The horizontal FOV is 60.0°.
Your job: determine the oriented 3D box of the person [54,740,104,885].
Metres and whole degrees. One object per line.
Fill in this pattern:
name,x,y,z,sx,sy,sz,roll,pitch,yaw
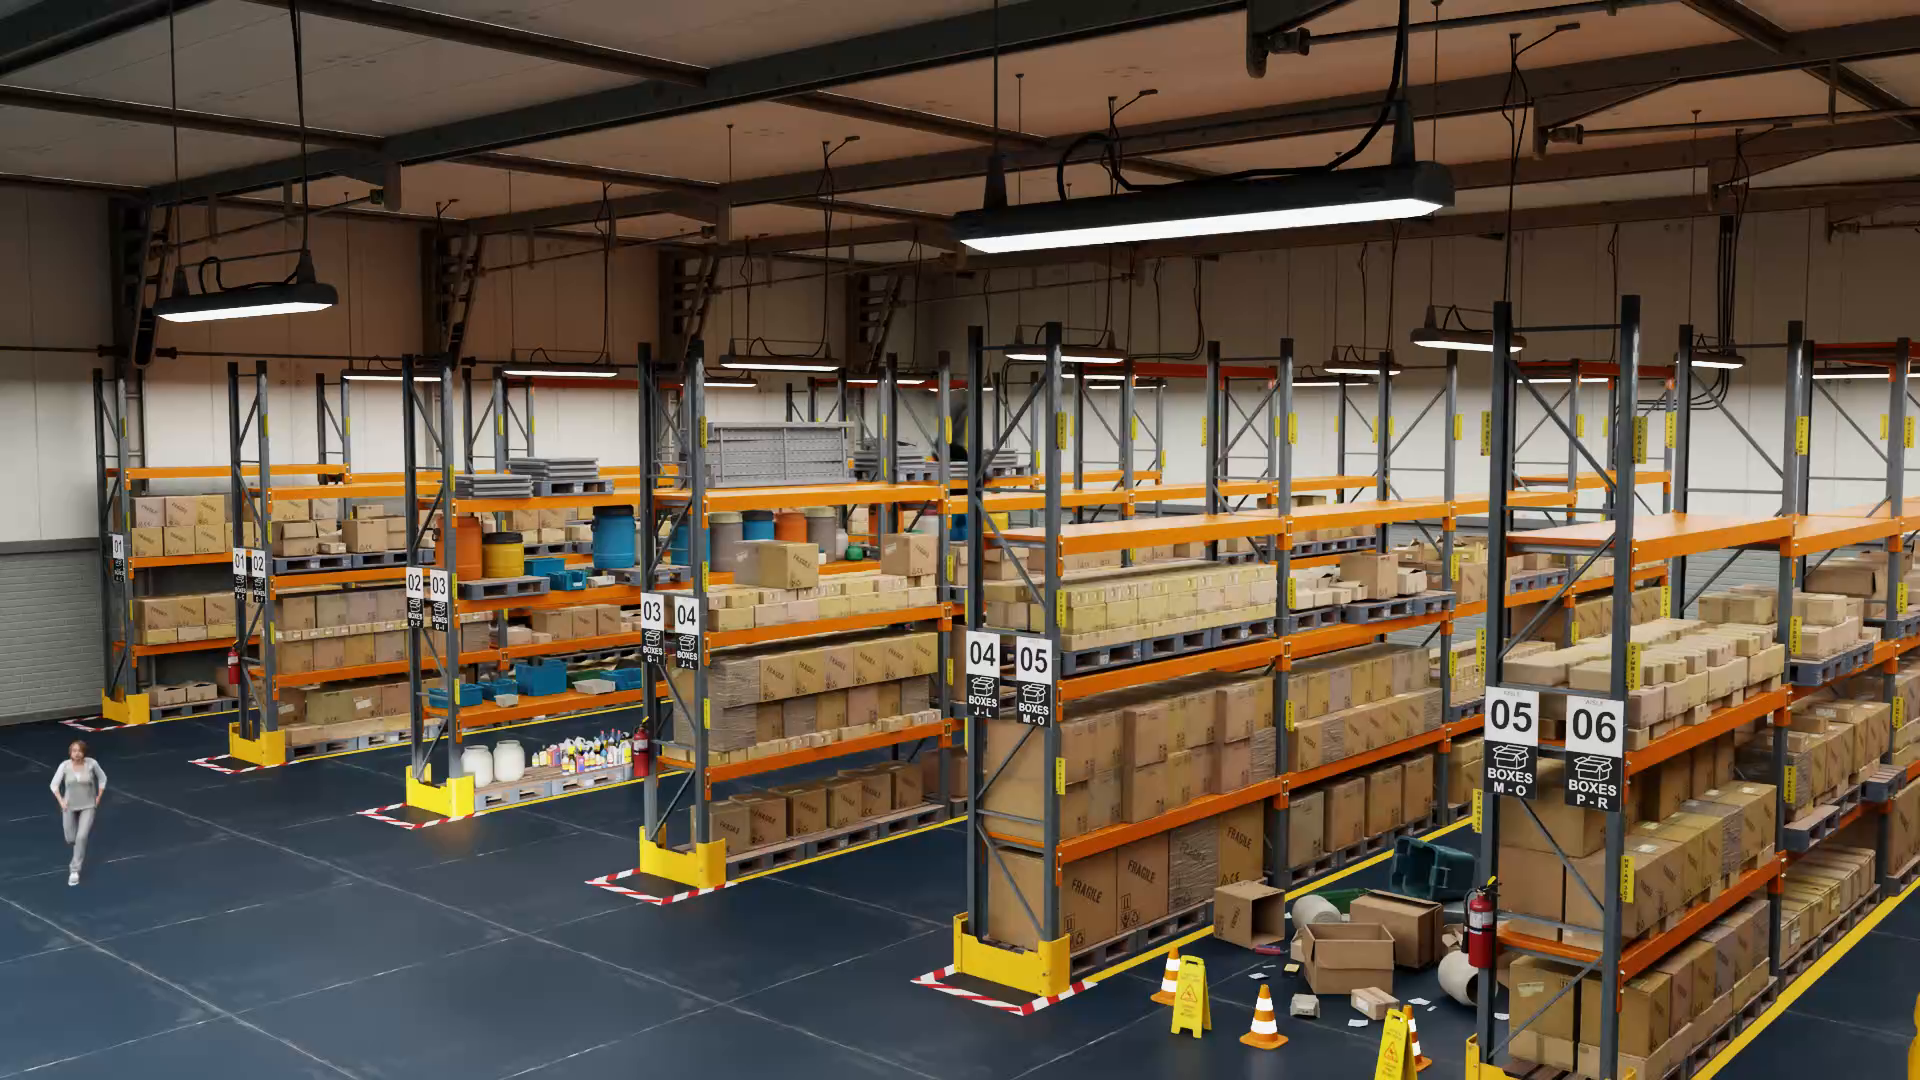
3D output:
person,-9.906,3.019,18.716,0.532,1.580,0.728,-2,5,-25

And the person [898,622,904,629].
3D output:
person,-1.226,1.720,30.802,0.645,1.745,0.775,4,6,43

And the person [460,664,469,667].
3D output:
person,-9.026,2.153,30.040,0.615,1.649,0.643,3,5,33
